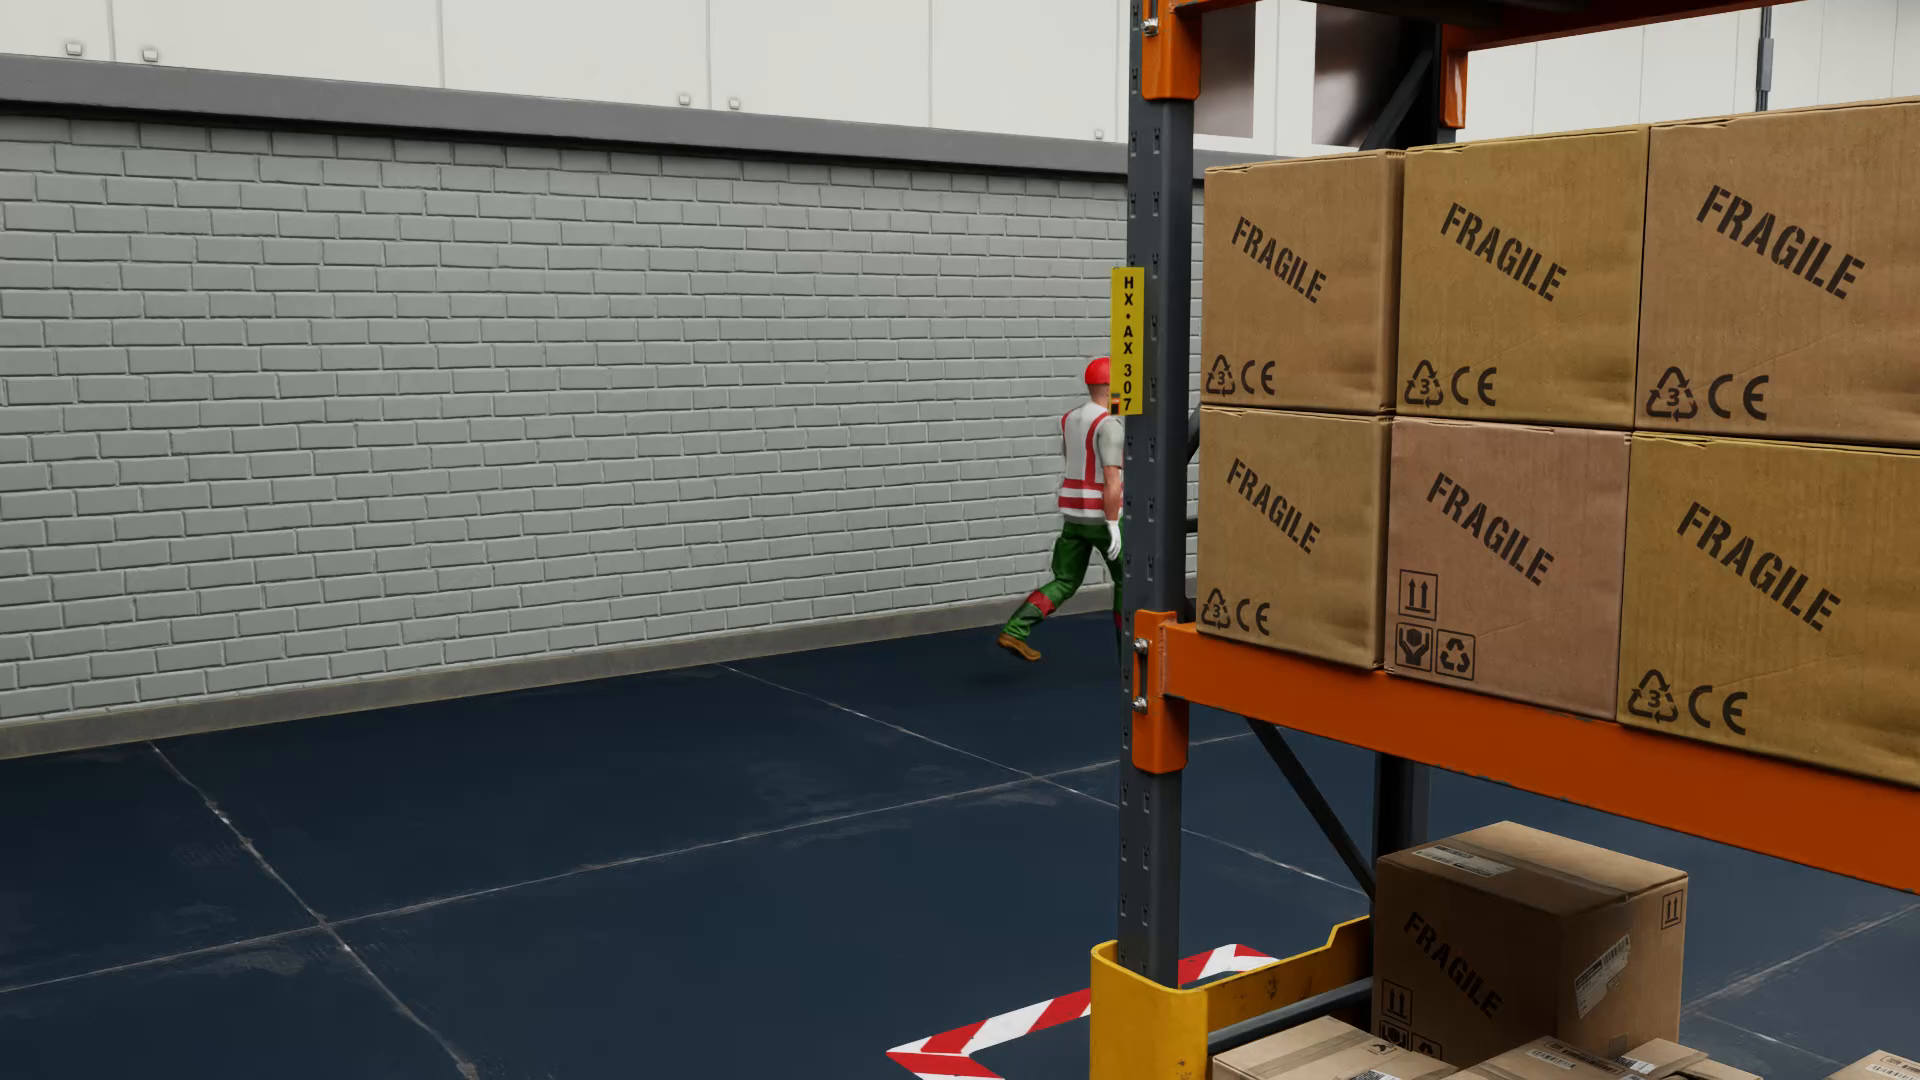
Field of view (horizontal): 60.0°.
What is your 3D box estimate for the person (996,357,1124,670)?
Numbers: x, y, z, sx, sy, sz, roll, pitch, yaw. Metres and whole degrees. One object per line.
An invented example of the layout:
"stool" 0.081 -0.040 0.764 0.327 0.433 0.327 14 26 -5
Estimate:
"person" 0.706 -0.119 9.130 0.986 1.756 0.565 -5 9 -34
